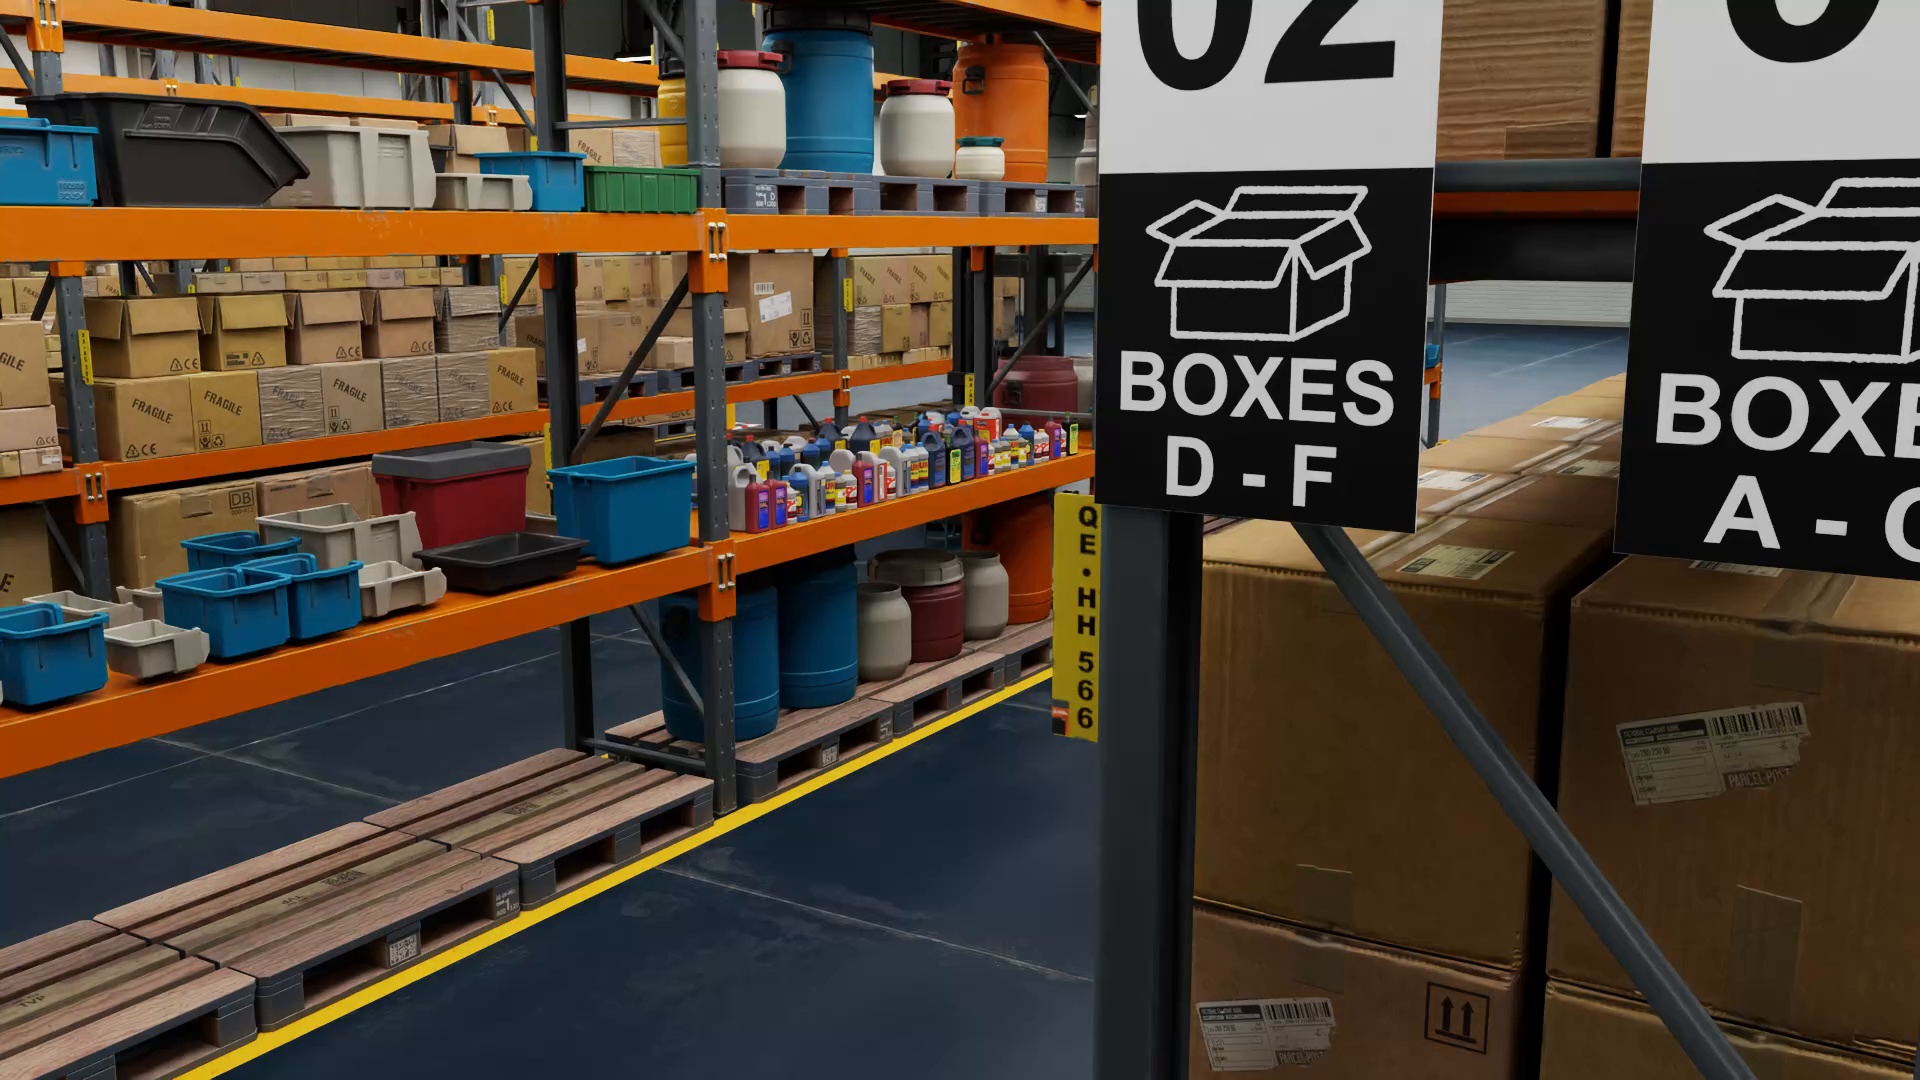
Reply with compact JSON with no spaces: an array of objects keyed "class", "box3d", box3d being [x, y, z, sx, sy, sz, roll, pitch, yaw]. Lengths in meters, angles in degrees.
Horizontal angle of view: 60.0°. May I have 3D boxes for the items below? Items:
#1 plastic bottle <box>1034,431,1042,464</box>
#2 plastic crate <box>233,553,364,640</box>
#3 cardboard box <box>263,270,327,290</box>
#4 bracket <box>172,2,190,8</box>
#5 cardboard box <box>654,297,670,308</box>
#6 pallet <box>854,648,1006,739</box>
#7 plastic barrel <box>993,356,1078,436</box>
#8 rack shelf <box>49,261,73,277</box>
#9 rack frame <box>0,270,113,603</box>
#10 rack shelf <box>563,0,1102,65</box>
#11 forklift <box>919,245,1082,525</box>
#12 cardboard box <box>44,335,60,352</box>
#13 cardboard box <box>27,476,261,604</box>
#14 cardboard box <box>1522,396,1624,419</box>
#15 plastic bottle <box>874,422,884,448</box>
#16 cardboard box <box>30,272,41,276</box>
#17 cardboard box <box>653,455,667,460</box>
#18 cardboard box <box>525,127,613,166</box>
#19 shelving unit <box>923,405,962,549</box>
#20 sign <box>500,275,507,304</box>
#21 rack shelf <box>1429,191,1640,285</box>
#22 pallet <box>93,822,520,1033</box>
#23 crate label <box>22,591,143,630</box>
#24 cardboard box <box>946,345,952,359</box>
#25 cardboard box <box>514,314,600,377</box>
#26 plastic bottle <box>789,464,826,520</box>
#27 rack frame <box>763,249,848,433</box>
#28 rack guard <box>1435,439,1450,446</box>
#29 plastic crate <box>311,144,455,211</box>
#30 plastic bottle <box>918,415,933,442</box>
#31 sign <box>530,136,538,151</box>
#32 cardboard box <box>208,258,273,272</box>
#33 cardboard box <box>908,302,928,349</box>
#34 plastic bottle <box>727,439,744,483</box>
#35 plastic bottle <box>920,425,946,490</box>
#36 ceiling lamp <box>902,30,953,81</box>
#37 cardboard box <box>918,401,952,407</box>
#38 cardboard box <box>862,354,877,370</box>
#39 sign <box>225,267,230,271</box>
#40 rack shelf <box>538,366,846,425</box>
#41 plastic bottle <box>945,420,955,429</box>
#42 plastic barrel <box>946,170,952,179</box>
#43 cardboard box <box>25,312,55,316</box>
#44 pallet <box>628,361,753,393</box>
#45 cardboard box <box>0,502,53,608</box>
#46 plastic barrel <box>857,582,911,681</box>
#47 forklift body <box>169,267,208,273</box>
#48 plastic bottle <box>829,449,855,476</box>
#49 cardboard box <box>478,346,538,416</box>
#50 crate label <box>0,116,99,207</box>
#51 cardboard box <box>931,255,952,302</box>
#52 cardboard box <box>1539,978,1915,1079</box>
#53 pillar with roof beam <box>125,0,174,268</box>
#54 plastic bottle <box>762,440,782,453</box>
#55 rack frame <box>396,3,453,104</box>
[{"class":"plastic bottle","box3d":[0.461,-0.578,10.347,0.097,0.201,0.097,0,11,0]},{"class":"plastic crate","box3d":[-2.353,0.201,5.936,0.416,0.233,0.300,6,12,31]},{"class":"cardboard box","box3d":[-7.100,-2.582,17.521,0.700,0.500,0.500,6,12,30]},{"class":"bracket","box3d":[-12.855,-8.726,27.243,0.235,0.232,0.430,6,12,31]},{"class":"cardboard box","box3d":[-4.135,-2.992,22.291,0.875,0.550,0.550,6,12,31]},{"class":"pallet","box3d":[-0.456,0.841,9.801,1.003,0.211,1.213,6,12,31]},{"class":"plastic barrel","box3d":[0.534,-1.017,11.781,0.600,0.536,0.708,6,12,31]},{"class":"rack shelf","box3d":[-6.796,-1.499,8.526,1.077,0.370,4.000,6,12,31]},{"class":"rack frame","box3d":[-5.758,-0.693,10.416,1.000,3.000,0.127,6,12,31]},{"class":"rack shelf","box3d":[-0.486,-2.932,9.120,1.077,0.370,4.000,6,12,31]},{"class":"forklift","box3d":[0.547,-1.764,16.324,1.130,2.935,3.031,4,11,18]},{"class":"cardboard box","box3d":[-8.268,-1.757,14.837,0.380,0.149,0.250,6,12,30]},{"class":"cardboard box","box3d":[-5.443,0.043,11.121,1.225,0.875,0.875,6,12,31]},{"class":"cardboard box","box3d":[1.687,-0.077,4.139,0.500,0.500,0.500,6,12,29]},{"class":"plastic bottle","box3d":[-0.512,-0.587,10.202,0.097,0.271,0.097,0,11,0]},{"class":"cardboard box","box3d":[-13.899,-3.907,24.744,0.380,0.149,0.250,7,13,32]},{"class":"cardboard box","box3d":[-3.073,-0.505,15.012,0.700,0.500,0.500,5,12,26]},{"class":"cardboard box","box3d":[-3.217,-3.140,13.709,0.500,0.500,0.500,7,12,31]},{"class":"shelving unit","box3d":[-0.086,-0.564,14.619,0.258,1.200,0.503,6,12,31]},{"class":"sign","box3d":[-5.322,-2.920,19.385,0.100,0.325,0.005,6,12,31]},{"class":"rack shelf","box3d":[1.668,-0.552,3.468,1.077,0.370,4.000,6,12,31]},{"class":"pallet","box3d":[-2.506,1.463,6.479,1.003,0.211,1.213,6,12,31]},{"class":"crate label","box3d":[-3.046,0.274,5.807,0.396,0.136,0.243,6,12,31]},{"class":"cardboard box","box3d":[-0.188,-2.146,18.862,0.380,0.149,0.250,6,12,31]},{"class":"cardboard box","box3d":[-3.435,-1.666,14.203,0.500,0.500,0.500,5,12,24]},{"class":"plastic bottle","box3d":[-0.769,-0.252,8.402,0.152,0.276,0.135,6,12,31]},{"class":"rack frame","box3d":[-1.604,-1.951,17.137,1.000,3.000,0.127,6,12,31]},{"class":"rack guard","box3d":[4.706,-0.861,18.112,1.175,0.500,0.348,6,12,31]},{"class":"plastic crate","box3d":[-2.404,-1.460,6.721,0.497,0.269,0.590,6,12,31]},{"class":"plastic bottle","box3d":[-0.221,-0.654,10.559,0.097,0.271,0.097,0,11,0]},{"class":"sign","box3d":[-1.994,-1.751,7.894,0.100,0.325,0.005,6,12,31]},{"class":"cardboard box","box3d":[-9.660,-3.633,22.324,0.700,0.500,0.500,6,12,30]},{"class":"cardboard box","box3d":[-0.855,-2.374,18.320,0.875,0.500,0.500,6,12,31]},{"class":"plastic bottle","box3d":[-1.204,-0.357,8.759,0.144,0.351,0.185,6,12,31]},{"class":"plastic bottle","box3d":[-0.170,-0.469,9.356,0.144,0.351,0.185,6,12,31]},{"class":"ceiling lamp","box3d":[-0.475,-12.019,38.749,2.000,3.185,0.800,6,12,31]},{"class":"cardboard box","box3d":[-0.147,-1.364,19.653,0.500,0.500,0.500,-10,14,-43]},{"class":"cardboard box","box3d":[-1.095,-1.870,17.390,0.380,0.149,0.250,6,12,31]},{"class":"sign","box3d":[-9.598,-3.414,21.807,0.100,0.325,0.005,6,12,31]},{"class":"rack shelf","box3d":[-2.643,-1.283,15.523,1.077,0.370,4.000,6,12,31]},{"class":"plastic bottle","box3d":[-0.083,-0.683,10.904,0.097,0.201,0.097,0,11,0]},{"class":"plastic barrel","box3d":[-0.195,-2.308,10.176,0.294,0.245,0.294,0,11,0]},{"class":"cardboard box","box3d":[-8.542,-2.052,15.602,0.380,0.149,0.250,6,12,30]},{"class":"pallet","box3d":[-2.688,-1.543,15.478,1.003,0.211,1.213,6,12,31]},{"class":"cardboard box","box3d":[-6.169,0.242,10.060,0.875,0.875,0.875,6,12,31]},{"class":"plastic barrel","box3d":[-0.491,0.522,9.551,0.421,0.512,0.421,0,11,0]},{"class":"forklift body","box3d":[-11.667,-3.110,25.638,2.313,2.155,1.214,6,12,31]},{"class":"plastic bottle","box3d":[-0.608,-0.355,8.950,0.152,0.276,0.135,6,12,31]},{"class":"cardboard box","box3d":[-3.726,-1.269,13.226,0.500,0.500,0.500,7,13,32]},{"class":"crate label","box3d":[-2.846,-1.106,4.876,0.408,0.251,0.502,6,12,31]},{"class":"cardboard box","box3d":[-0.385,-2.921,18.523,0.500,0.500,0.500,6,12,31]},{"class":"cardboard box","box3d":[1.086,0.790,2.227,0.500,0.500,0.500,7,13,32]},{"class":"pillar with roof beam","box3d":[-9.694,-6.514,25.210,9.100,9.000,0.548,6,12,31]},{"class":"plastic bottle","box3d":[-1.075,-0.409,9.240,0.152,0.276,0.135,6,12,31]},{"class":"rack frame","box3d":[-7.997,-6.475,25.002,1.000,3.000,0.127,6,12,31]}]
